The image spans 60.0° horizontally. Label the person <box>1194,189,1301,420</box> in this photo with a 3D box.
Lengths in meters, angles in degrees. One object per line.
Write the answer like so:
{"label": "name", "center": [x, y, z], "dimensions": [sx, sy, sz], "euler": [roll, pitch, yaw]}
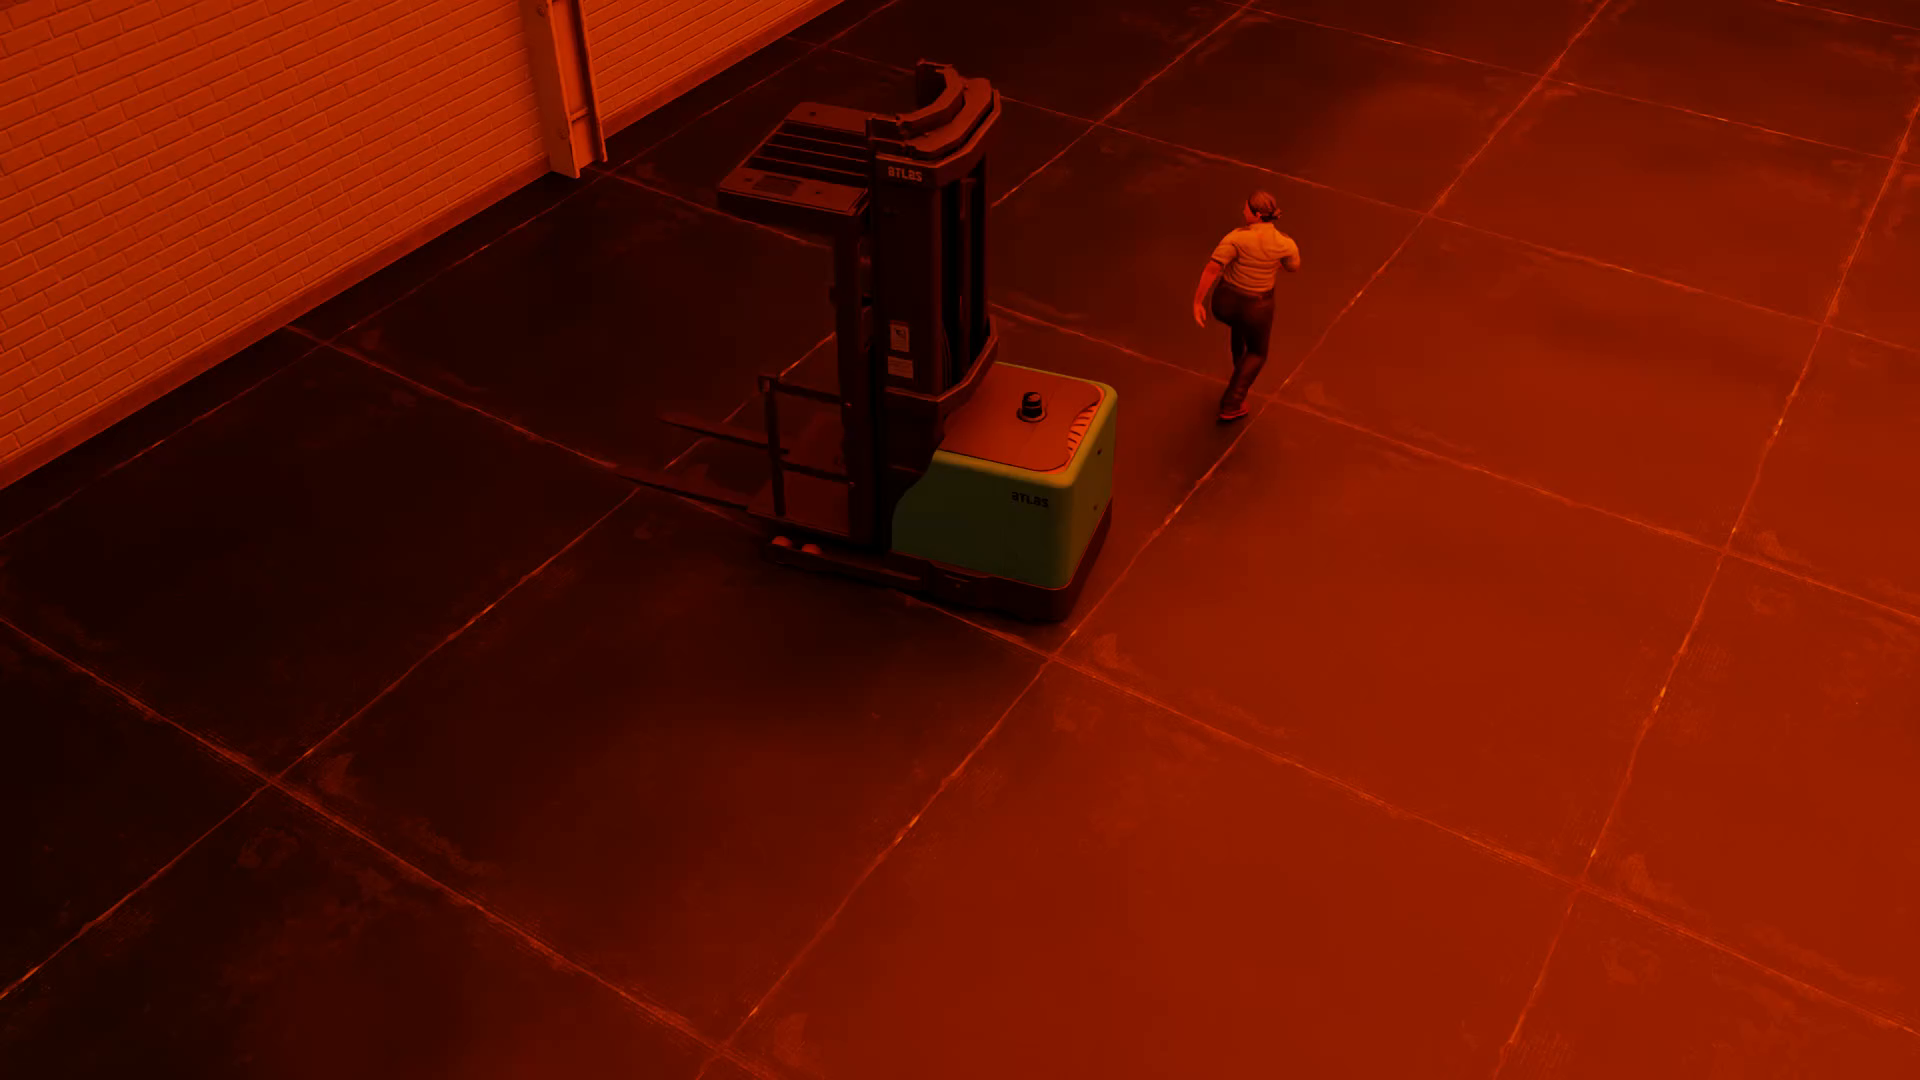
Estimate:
{"label": "person", "center": [1.899, -1.542, 10.870], "dimensions": [0.511, 1.631, 0.851], "euler": [19, 44, 21]}

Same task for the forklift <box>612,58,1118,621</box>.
{"label": "forklift", "center": [-0.643, -1.236, 9.426], "dimensions": [3.031, 2.935, 1.130], "euler": [13, 42, 15]}
